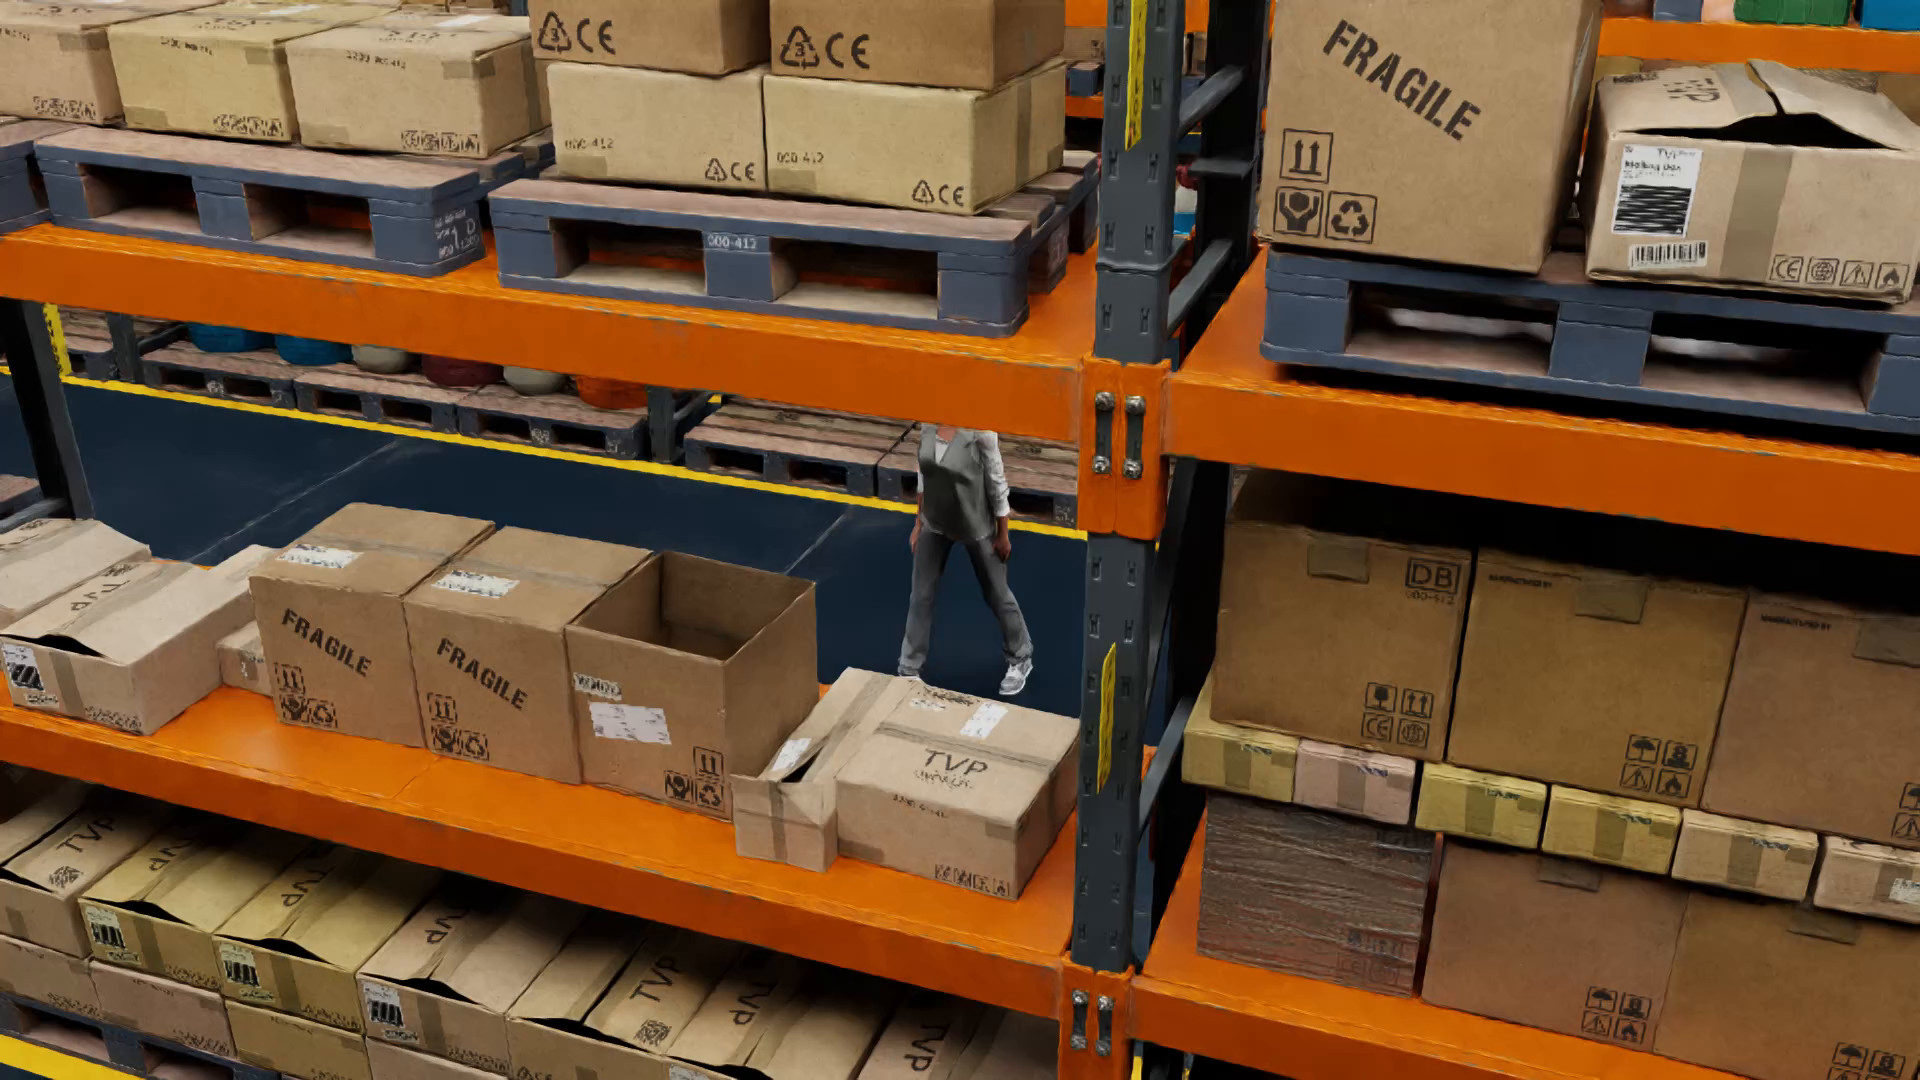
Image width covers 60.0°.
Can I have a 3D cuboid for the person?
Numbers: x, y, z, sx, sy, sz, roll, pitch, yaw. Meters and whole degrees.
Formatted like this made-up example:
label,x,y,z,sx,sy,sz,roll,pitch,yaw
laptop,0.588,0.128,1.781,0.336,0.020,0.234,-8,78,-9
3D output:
label,x,y,z,sx,sy,sz,roll,pitch,yaw
person,0.014,-0.041,7.219,0.511,1.587,0.568,13,29,25
